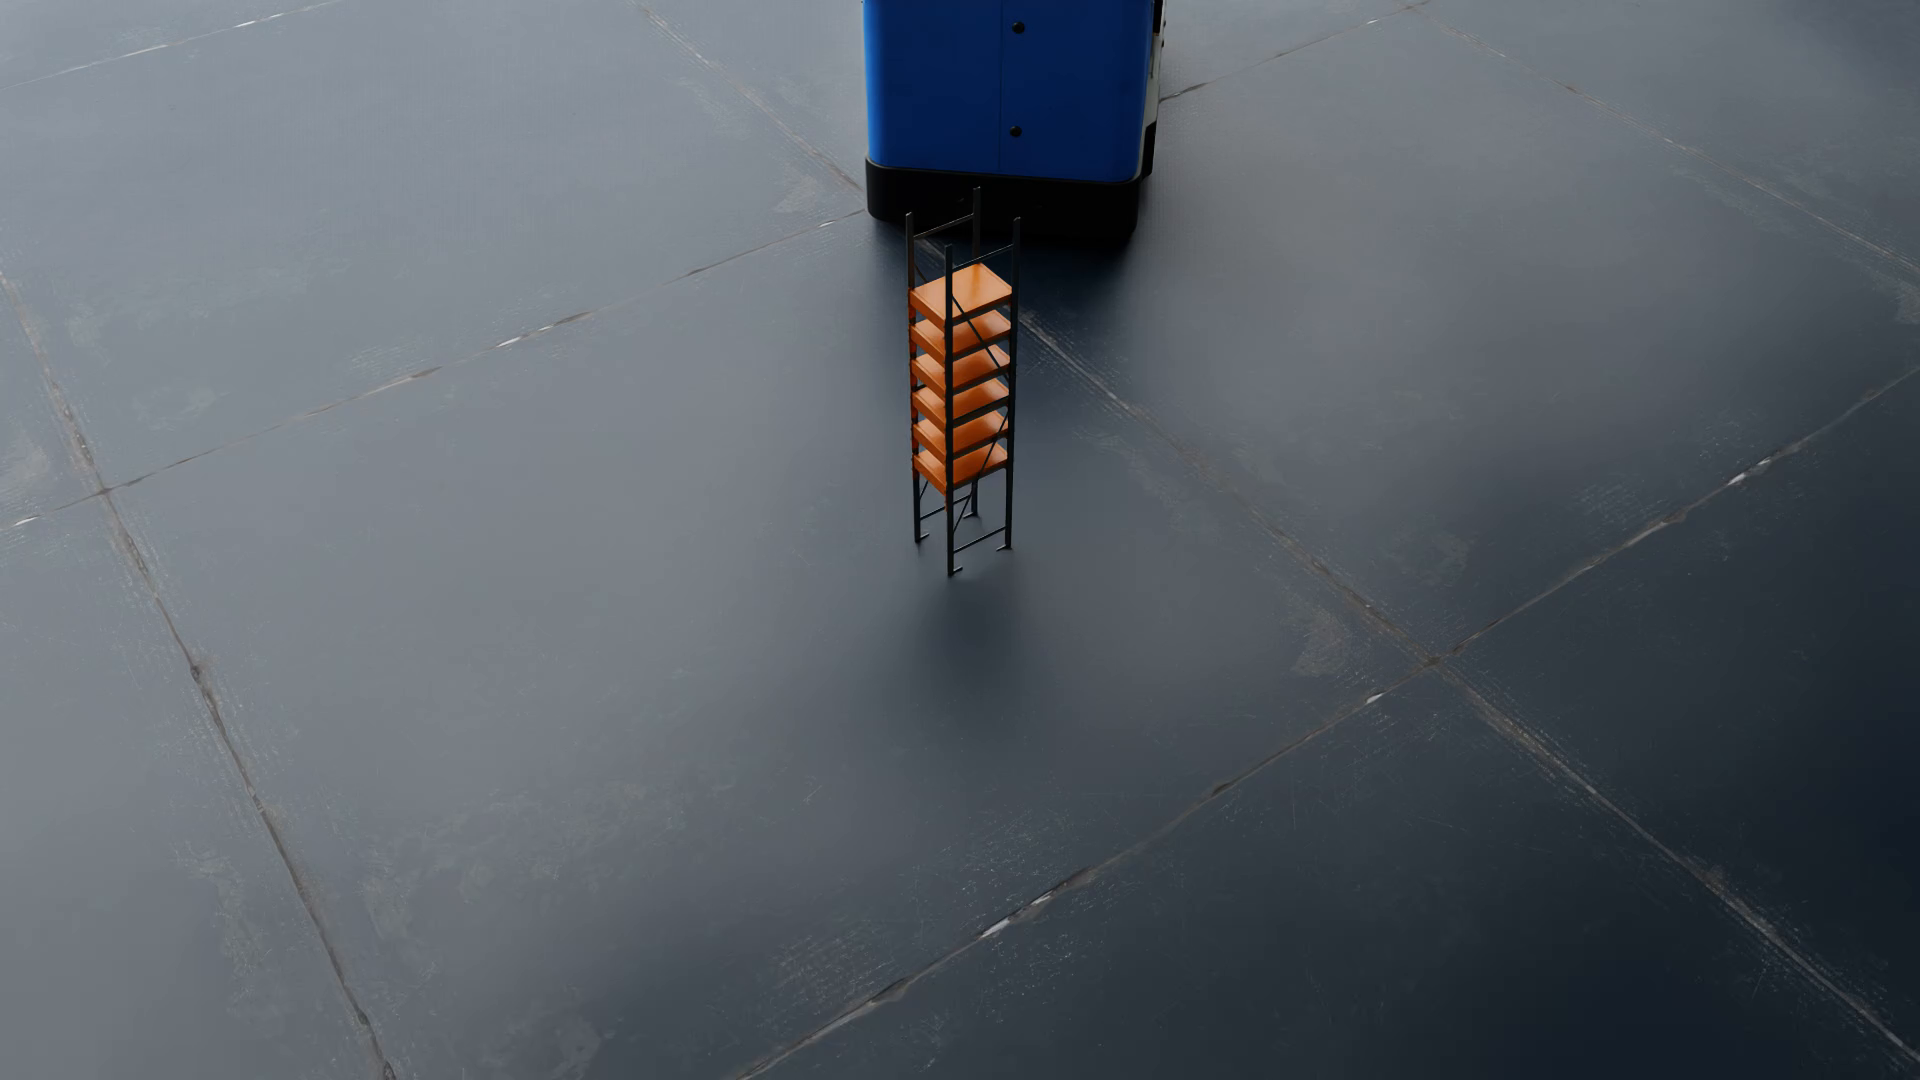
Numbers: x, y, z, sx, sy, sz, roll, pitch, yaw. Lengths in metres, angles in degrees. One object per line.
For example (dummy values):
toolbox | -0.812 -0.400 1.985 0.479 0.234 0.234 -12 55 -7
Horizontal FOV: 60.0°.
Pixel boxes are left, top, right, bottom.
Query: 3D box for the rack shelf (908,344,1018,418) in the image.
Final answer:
rack shelf | 0.008 -0.480 4.775 0.258 0.103 0.180 -26 49 -24

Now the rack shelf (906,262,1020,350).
rack shelf | 0.008 -0.654 4.609 0.258 0.103 0.180 -26 49 -24

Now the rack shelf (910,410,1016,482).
rack shelf | 0.008 -0.307 4.941 0.258 0.103 0.180 -26 49 -24

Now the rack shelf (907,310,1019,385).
rack shelf | 0.008 -0.567 4.692 0.258 0.103 0.180 -26 49 -24

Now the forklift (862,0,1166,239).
forklift | 0.349 -3.231 6.512 1.130 2.935 3.031 5 44 6

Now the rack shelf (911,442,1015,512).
rack shelf | 0.008 -0.220 5.024 0.258 0.103 0.180 -26 49 -24

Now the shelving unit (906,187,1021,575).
shelving unit | 0.008 -0.426 4.827 0.258 1.200 0.189 -26 49 -24

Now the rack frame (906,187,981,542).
rack frame | -0.044 -0.478 4.881 0.240 1.200 0.006 -26 49 -24

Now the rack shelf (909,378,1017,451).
rack shelf | 0.008 -0.394 4.858 0.258 0.103 0.180 -26 49 -24

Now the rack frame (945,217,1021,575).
rack frame | 0.061 -0.374 4.773 0.240 1.200 0.006 -26 49 -24
